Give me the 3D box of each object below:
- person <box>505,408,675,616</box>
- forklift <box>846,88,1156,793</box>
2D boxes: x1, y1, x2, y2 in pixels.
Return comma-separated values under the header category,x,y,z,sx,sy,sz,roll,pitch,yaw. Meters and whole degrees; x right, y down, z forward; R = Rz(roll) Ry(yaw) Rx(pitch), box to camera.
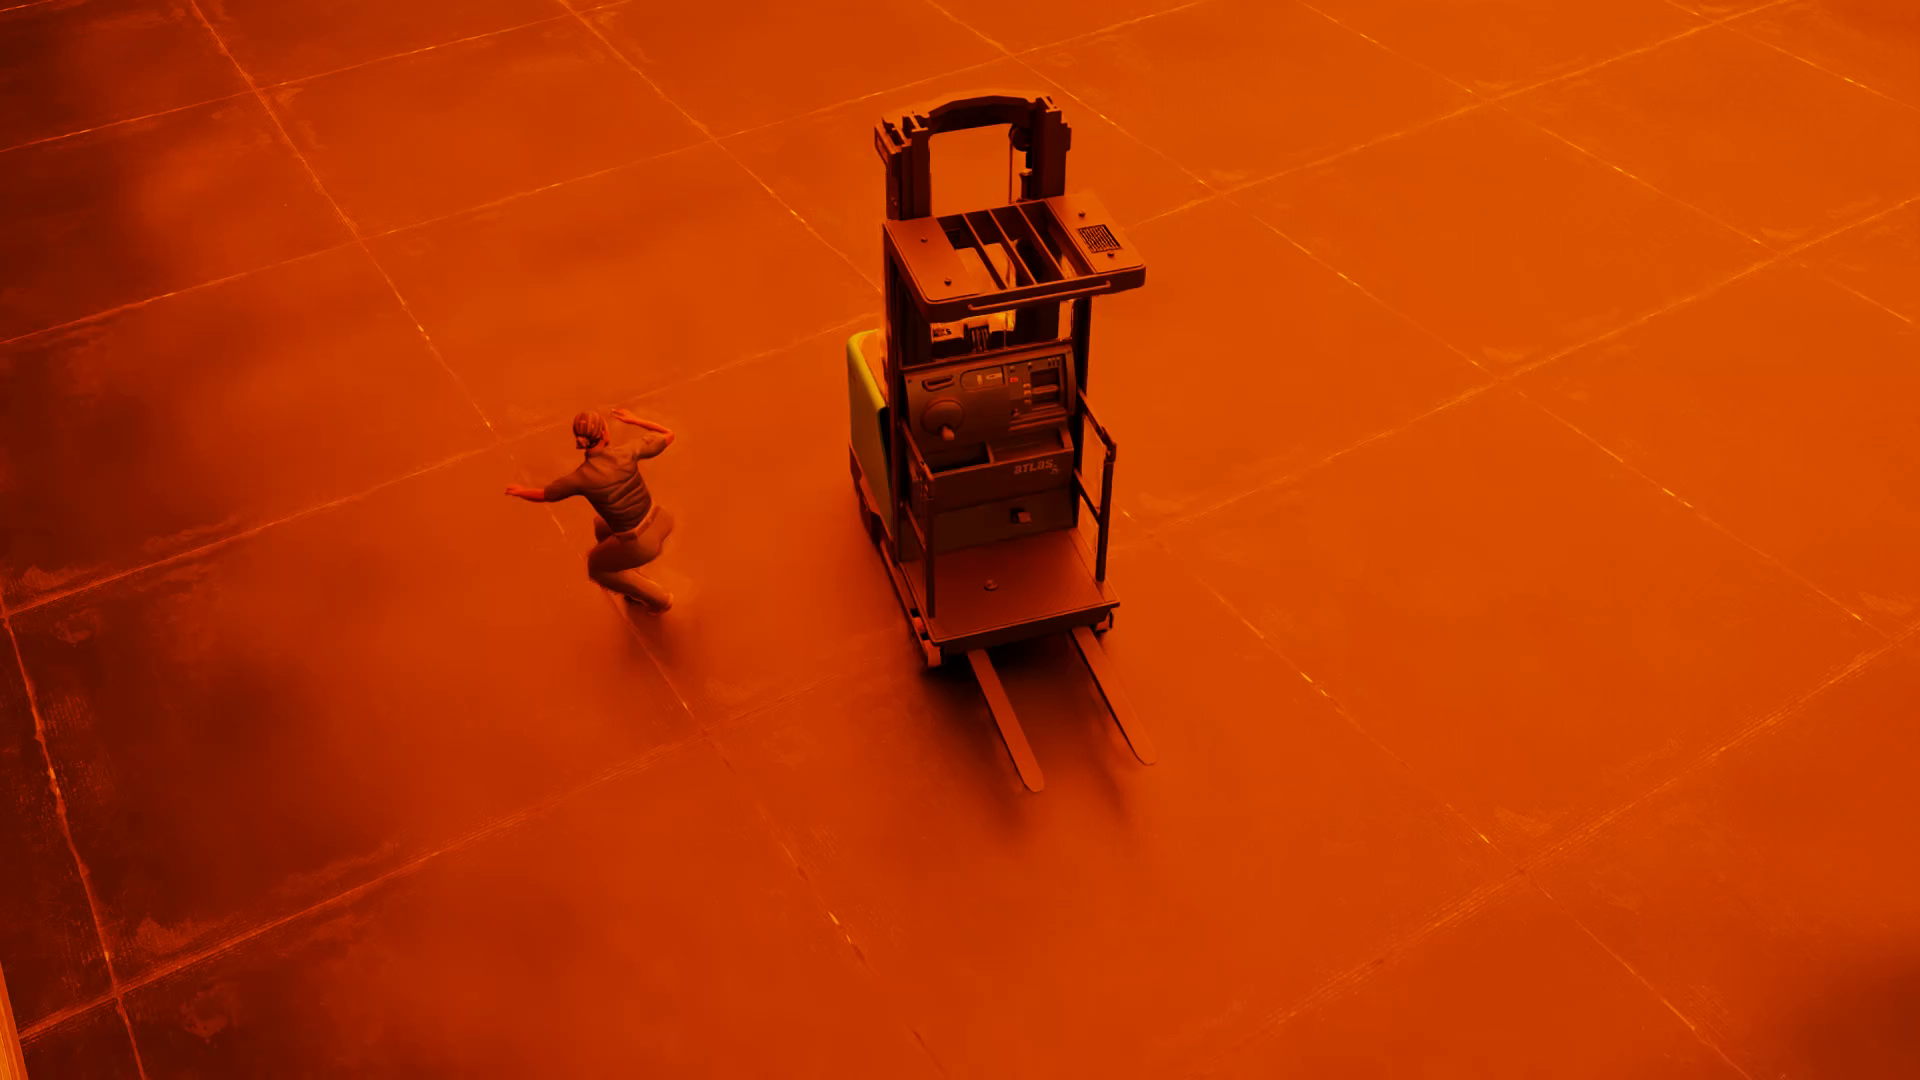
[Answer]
category,x,y,z,sx,sy,sz,roll,pitch,yaw
person,-2.006,-0.204,9.302,0.966,1.374,0.690,20,45,21
forklift,0.231,-0.687,8.657,1.130,2.935,3.031,-12,42,-13
